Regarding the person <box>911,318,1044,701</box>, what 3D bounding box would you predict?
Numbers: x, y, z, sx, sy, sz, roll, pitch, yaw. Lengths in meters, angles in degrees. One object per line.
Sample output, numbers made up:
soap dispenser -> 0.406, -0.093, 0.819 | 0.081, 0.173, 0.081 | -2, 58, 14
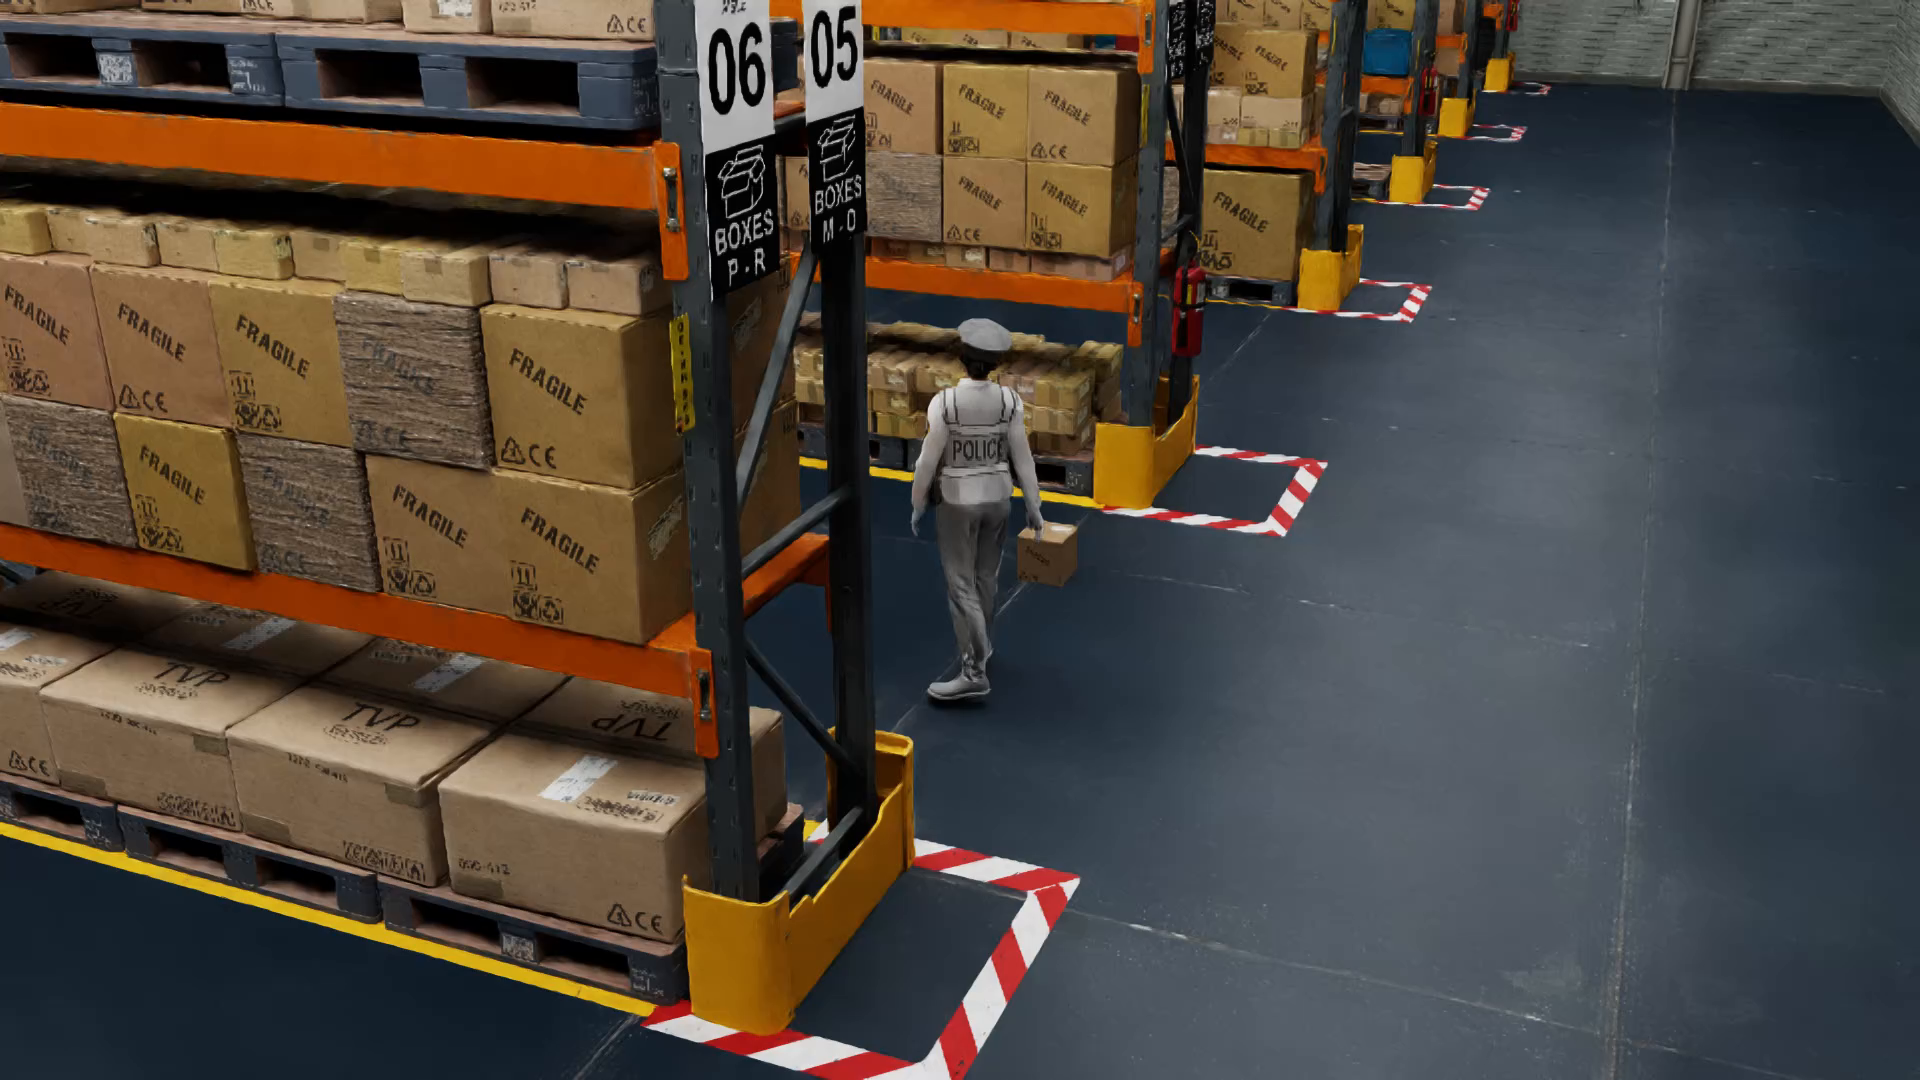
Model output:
person -> 0.069, -0.136, 7.407 | 0.574, 1.673, 0.623 | -9, 24, -20
